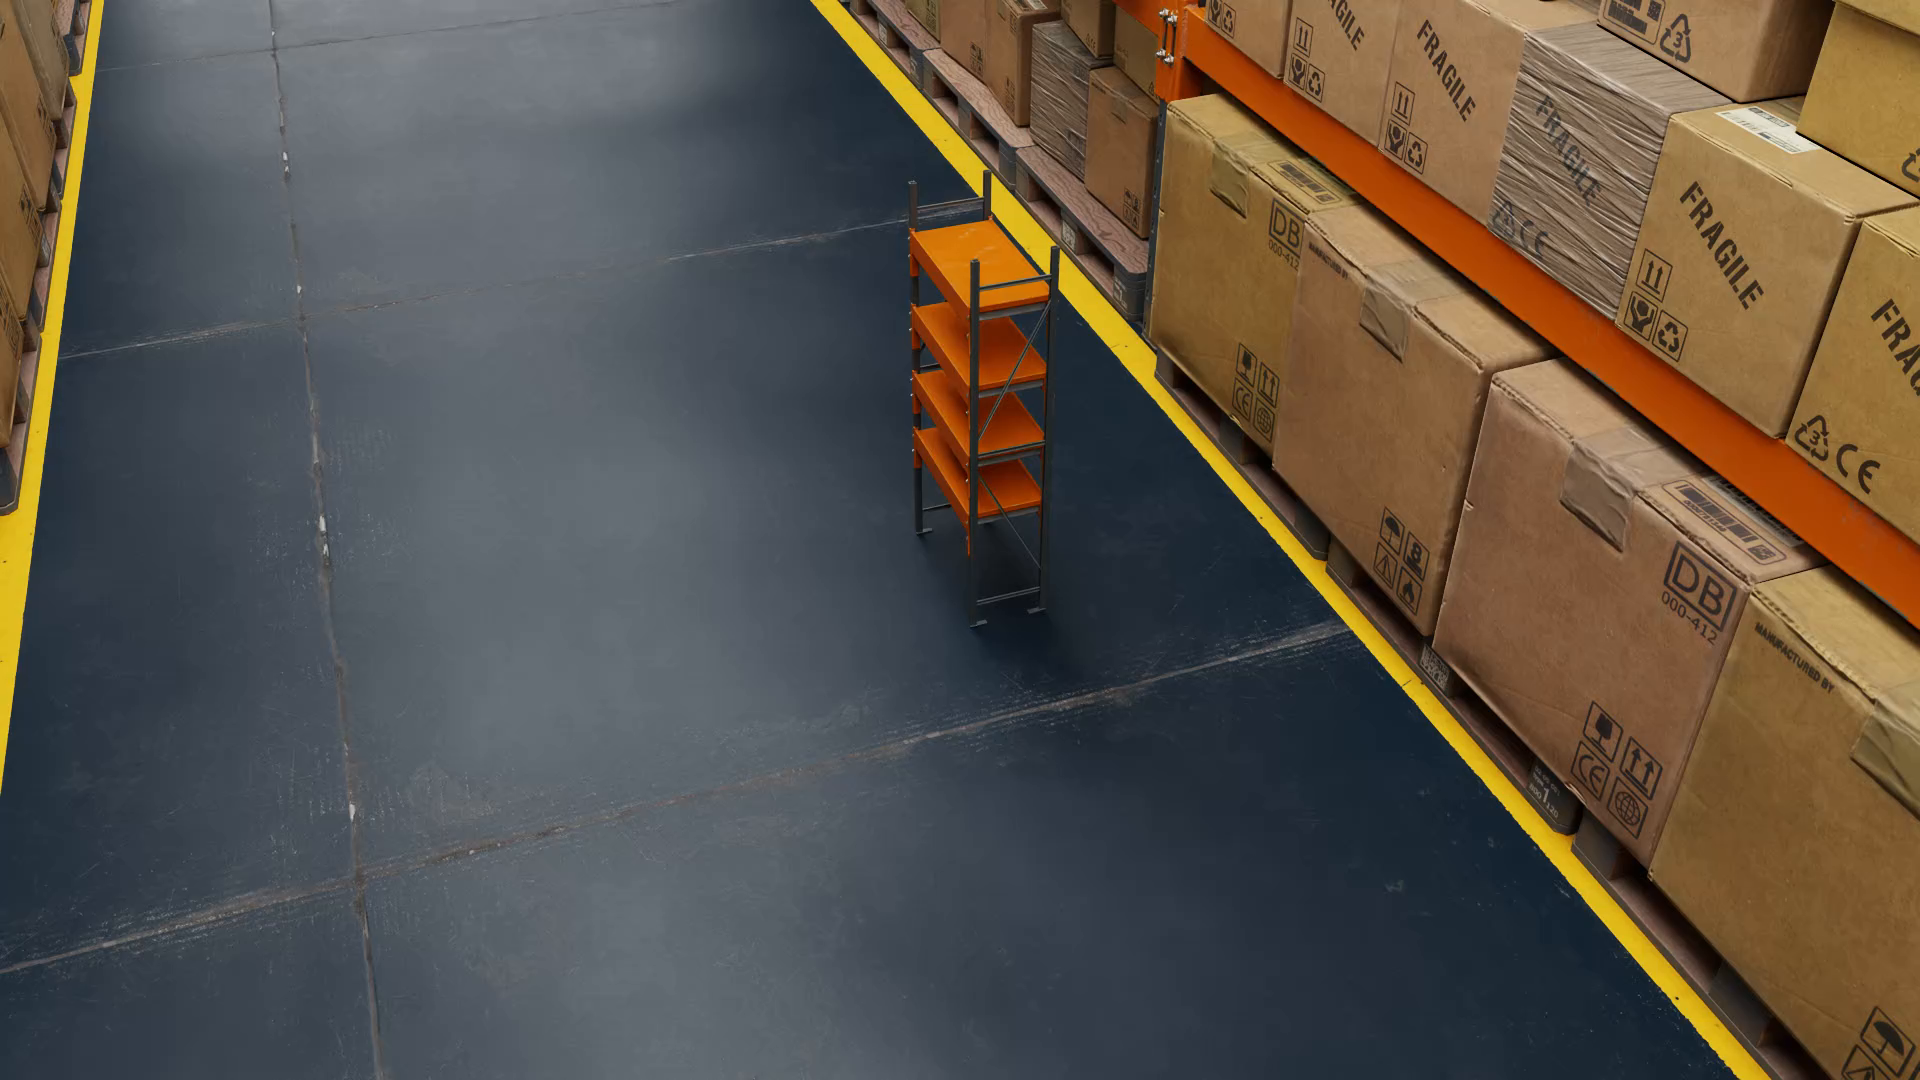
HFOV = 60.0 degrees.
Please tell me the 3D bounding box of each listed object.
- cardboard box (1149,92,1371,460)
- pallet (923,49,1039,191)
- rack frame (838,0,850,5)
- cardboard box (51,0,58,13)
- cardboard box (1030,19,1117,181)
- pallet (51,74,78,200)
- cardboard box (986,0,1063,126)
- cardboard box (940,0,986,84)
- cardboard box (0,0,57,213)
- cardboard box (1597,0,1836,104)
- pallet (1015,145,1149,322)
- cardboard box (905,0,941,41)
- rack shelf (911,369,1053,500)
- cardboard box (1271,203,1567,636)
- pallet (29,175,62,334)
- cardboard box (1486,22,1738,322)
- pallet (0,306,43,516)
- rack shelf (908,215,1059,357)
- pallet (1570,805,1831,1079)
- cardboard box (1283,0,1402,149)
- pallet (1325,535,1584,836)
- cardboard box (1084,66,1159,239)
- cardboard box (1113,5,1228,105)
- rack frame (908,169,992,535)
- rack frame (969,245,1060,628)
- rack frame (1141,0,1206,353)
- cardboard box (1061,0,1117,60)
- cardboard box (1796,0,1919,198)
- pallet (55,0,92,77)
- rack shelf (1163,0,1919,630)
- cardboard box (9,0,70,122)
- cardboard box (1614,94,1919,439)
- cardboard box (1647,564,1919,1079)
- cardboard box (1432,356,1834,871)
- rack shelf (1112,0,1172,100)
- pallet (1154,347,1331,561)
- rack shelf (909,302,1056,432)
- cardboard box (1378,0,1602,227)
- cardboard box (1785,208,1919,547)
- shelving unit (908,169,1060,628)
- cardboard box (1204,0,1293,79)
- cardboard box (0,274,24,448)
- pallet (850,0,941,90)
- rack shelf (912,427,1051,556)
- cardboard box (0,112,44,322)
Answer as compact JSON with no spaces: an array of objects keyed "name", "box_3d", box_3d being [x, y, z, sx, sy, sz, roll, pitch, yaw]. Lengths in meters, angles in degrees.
[{"name":"cardboard box","box_3d":[1.391,-0.954,5.440,1.225,0.875,0.875,-14,39,-18]},{"name":"pallet","box_3d":[0.490,-2.045,7.790,1.003,0.211,1.213,-12,39,-16]},{"name":"rack frame","box_3d":[-0.203,-4.289,8.451,1.000,3.000,0.127,-12,39,-16]},{"name":"cardboard box","box_3d":[-5.046,-3.008,8.167,0.875,0.875,0.875,-12,39,-15]},{"name":"cardboard box","box_3d":[0.721,-1.891,6.980,0.700,0.500,0.500,-16,40,-20]},{"name":"pallet","box_3d":[-4.559,-1.785,7.444,1.003,0.211,1.213,-12,39,-16]},{"name":"cardboard box","box_3d":[0.519,-2.210,7.403,0.700,0.500,0.500,-9,38,-12]},{"name":"cardboard box","box_3d":[0.327,-2.525,7.822,0.700,0.500,0.500,-16,40,-20]},{"name":"cardboard box","box_3d":[-4.269,-1.710,6.548,1.050,0.750,0.750,-12,39,-16]},{"name":"cardboard box","box_3d":[1.868,-1.307,3.575,0.797,0.503,0.637,-11,38,-14]},{"name":"pallet","box_3d":[0.906,-1.357,6.876,1.003,0.211,1.213,-12,39,-16]},{"name":"cardboard box","box_3d":[0.134,-2.841,8.241,0.700,0.500,0.500,-13,39,-16]},{"name":"rack shelf","box_3d":[0.057,-0.332,4.805,0.258,0.148,0.480,-12,39,-16]},{"name":"cardboard box","box_3d":[1.691,-0.449,4.770,1.225,0.875,0.875,-12,39,-16]},{"name":"pallet","box_3d":[-4.135,-1.095,6.528,1.003,0.211,1.213,-12,39,-16]},{"name":"cardboard box","box_3d":[1.614,-0.876,3.836,0.500,0.500,0.500,-12,39,-16]},{"name":"pallet","box_3d":[-3.719,-0.406,5.614,1.003,0.211,1.213,-12,39,-16]},{"name":"rack shelf","box_3d":[0.057,-0.700,4.528,0.258,0.148,0.480,-12,39,-16]},{"name":"pallet","box_3d":[2.213,0.924,3.848,1.003,0.211,1.213,-12,39,-16]},{"name":"cardboard box","box_3d":[1.265,-1.447,4.595,0.500,0.500,0.500,-13,39,-17]},{"name":"pallet","box_3d":[1.790,0.234,4.764,1.003,0.211,1.213,-12,39,-16]},{"name":"cardboard box","box_3d":[0.924,-1.581,6.567,0.700,0.500,0.500,-14,39,-18]},{"name":"cardboard box","box_3d":[0.914,-1.878,6.339,0.500,0.250,0.500,-11,38,-14]},{"name":"rack frame","box_3d":[-0.027,-0.524,4.948,0.240,1.200,0.015,-12,39,-16]},{"name":"rack frame","box_3d":[0.141,-0.248,4.582,0.240,1.200,0.015,-12,39,-16]},{"name":"rack frame","box_3d":[1.173,-2.029,5.451,1.000,3.000,0.127,-12,39,-16]},{"name":"cardboard box","box_3d":[0.722,-2.176,6.734,0.500,0.250,0.500,-8,38,-11]},{"name":"cardboard box","box_3d":[2.097,-0.959,3.114,0.797,0.503,0.637,-12,39,-15]},{"name":"pallet","box_3d":[-5.083,-2.651,8.594,1.003,0.211,1.213,-12,39,-16]},{"name":"rack shelf","box_3d":[1.861,-0.612,4.167,1.077,0.370,4.000,-12,39,-16]},{"name":"cardboard box","box_3d":[-4.597,-2.256,7.273,1.050,0.750,0.750,-13,39,-16]},{"name":"cardboard box","box_3d":[1.782,-0.592,3.459,0.500,0.500,0.500,-13,39,-16]},{"name":"cardboard box","box_3d":[2.311,0.554,3.438,1.225,0.875,0.875,-12,39,-16]},{"name":"cardboard box","box_3d":[2.002,0.049,4.108,1.225,0.875,0.875,-14,39,-18]},{"name":"rack shelf","box_3d":[0.485,-2.872,7.167,1.077,0.370,4.000,-12,39,-16]},{"name":"pallet","box_3d":[1.374,-0.454,5.678,1.003,0.211,1.213,-12,39,-16]},{"name":"rack shelf","box_3d":[0.057,-0.511,4.671,0.258,0.148,0.480,-12,39,-16]},{"name":"cardboard box","box_3d":[1.444,-1.159,4.212,0.500,0.500,0.500,-13,39,-17]},{"name":"cardboard box","box_3d":[1.968,-0.298,3.069,0.500,0.500,0.500,-11,38,-15]},{"name":"shelving unit","box_3d":[0.057,-0.386,4.765,0.258,1.200,0.503,-12,39,-16]},{"name":"cardboard box","box_3d":[1.085,-1.738,4.981,0.500,0.500,0.500,-11,38,-15]},{"name":"cardboard box","box_3d":[-3.644,-0.691,5.195,1.050,0.750,0.750,-13,39,-17]},{"name":"pallet","box_3d":[0.066,-2.735,8.706,1.003,0.211,1.213,-12,39,-16]},{"name":"rack shelf","box_3d":[0.057,-0.173,4.925,0.258,0.148,0.480,-12,39,-16]},{"name":"cardboard box","box_3d":[-3.948,-1.184,5.850,1.050,0.750,0.750,-12,39,-15]}]
